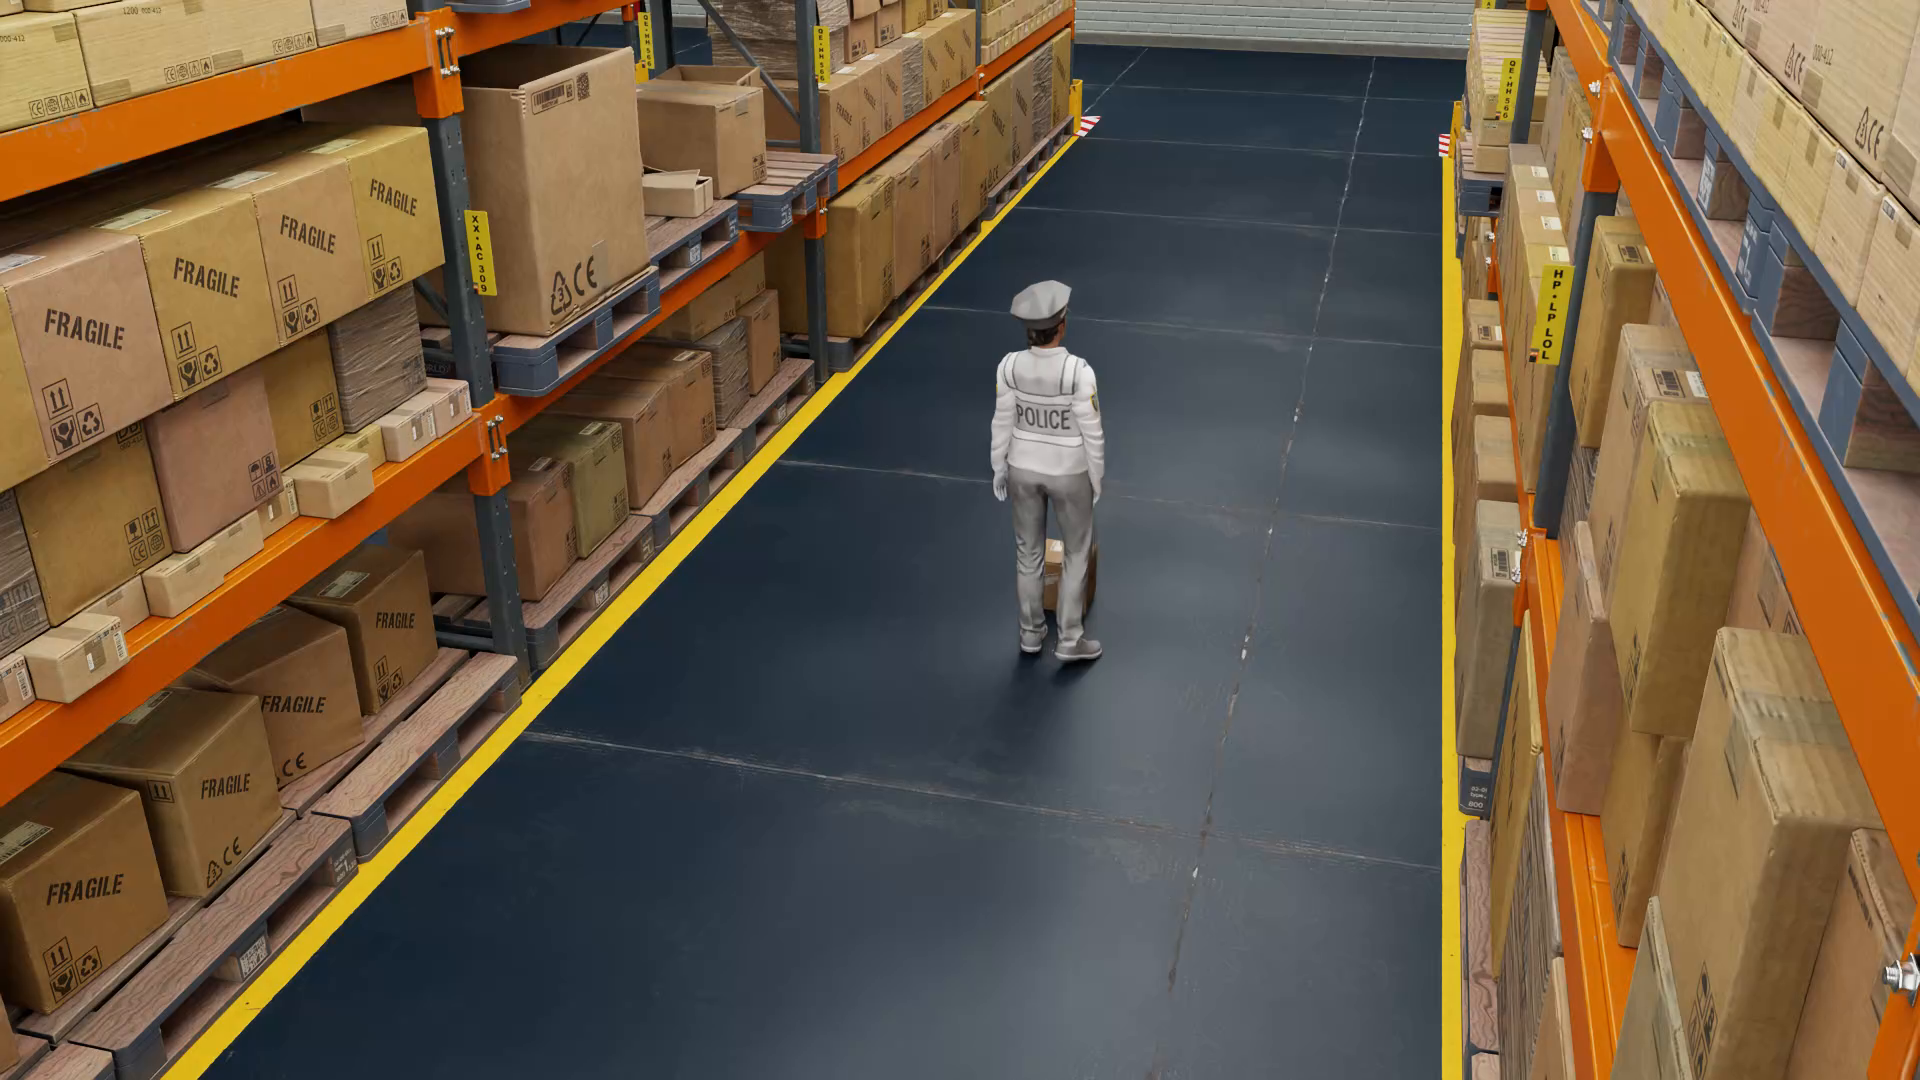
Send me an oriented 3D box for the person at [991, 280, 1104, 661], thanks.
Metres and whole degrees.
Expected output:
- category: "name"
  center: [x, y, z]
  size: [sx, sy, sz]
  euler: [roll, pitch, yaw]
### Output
- category: "person"
  center: [0.377, -0.274, 7.147]
  size: [0.521, 1.710, 0.350]
  euler: [9, 27, 17]
